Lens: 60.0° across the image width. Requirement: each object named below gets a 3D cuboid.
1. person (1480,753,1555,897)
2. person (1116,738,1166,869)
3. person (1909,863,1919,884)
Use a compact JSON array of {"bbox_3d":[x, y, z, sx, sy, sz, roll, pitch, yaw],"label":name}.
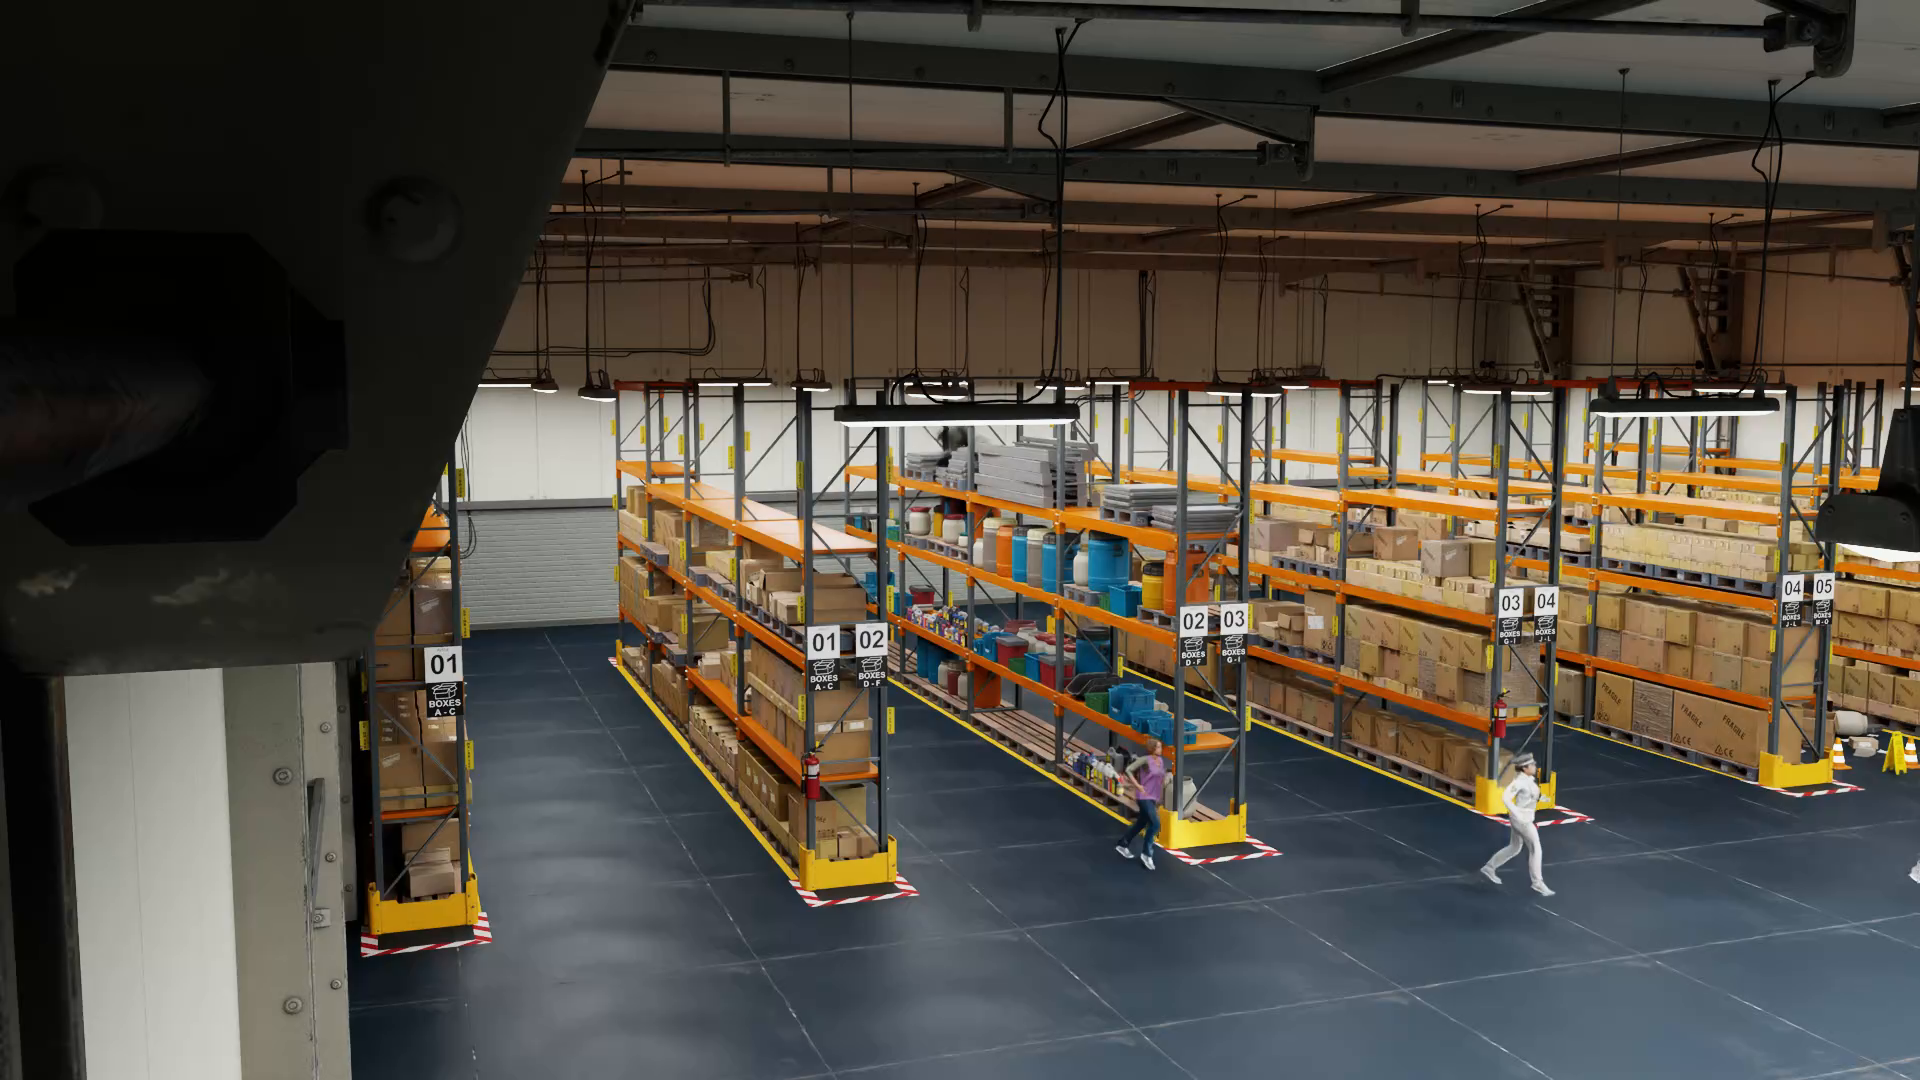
[{"bbox_3d":[6.735,3.382,19.961,0.835,1.723,0.596,2,6,17],"label":"person"},{"bbox_3d":[2.348,3.321,21.191,0.649,1.633,0.529,4,7,35],"label":"person"},{"bbox_3d":[11.810,3.430,19.924,0.758,1.634,0.557,1,6,13],"label":"person"}]
